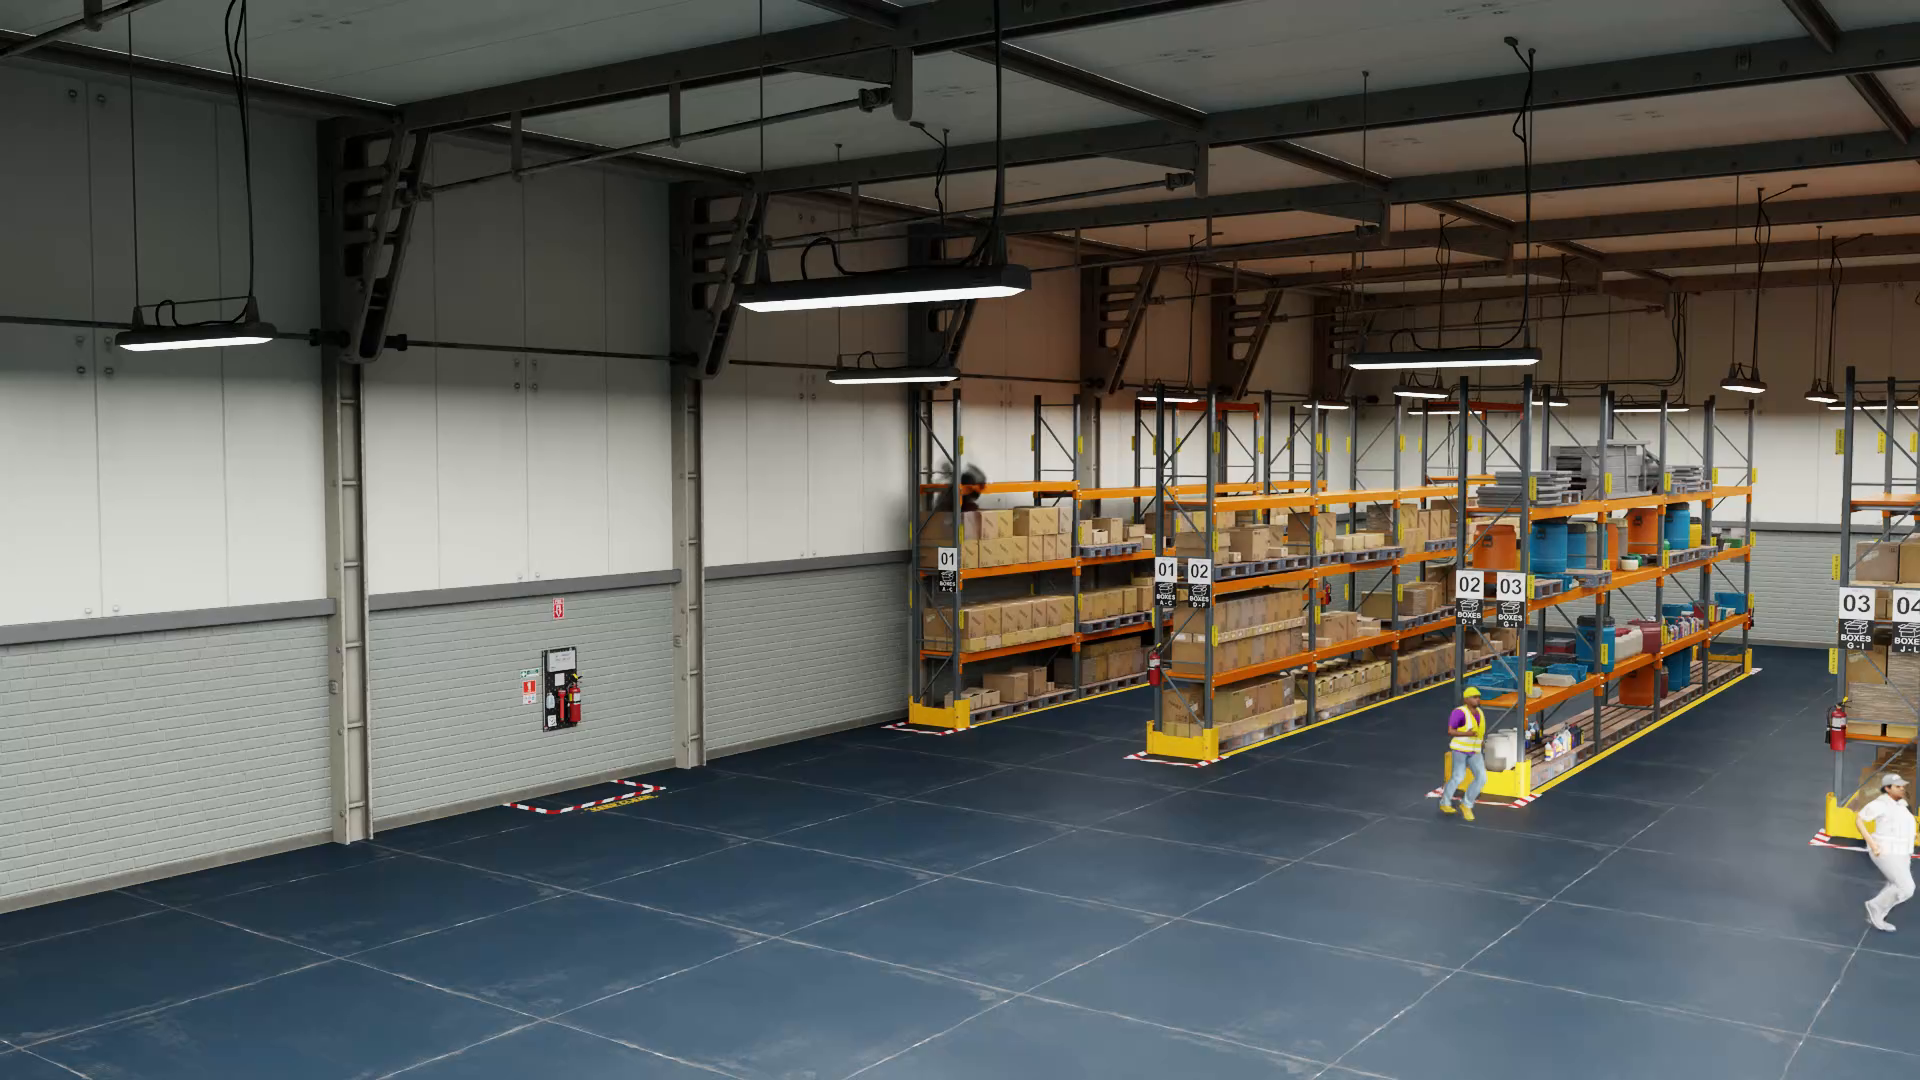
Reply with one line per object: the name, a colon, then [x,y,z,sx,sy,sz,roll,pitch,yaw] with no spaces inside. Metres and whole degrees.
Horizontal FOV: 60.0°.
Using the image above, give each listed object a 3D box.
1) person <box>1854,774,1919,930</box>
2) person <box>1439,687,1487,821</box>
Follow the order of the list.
person: [9.568,3.209,17.015,0.589,1.629,0.599,-2,4,-31]
person: [6.824,2.868,22.303,0.696,1.806,0.720,-1,4,-23]
